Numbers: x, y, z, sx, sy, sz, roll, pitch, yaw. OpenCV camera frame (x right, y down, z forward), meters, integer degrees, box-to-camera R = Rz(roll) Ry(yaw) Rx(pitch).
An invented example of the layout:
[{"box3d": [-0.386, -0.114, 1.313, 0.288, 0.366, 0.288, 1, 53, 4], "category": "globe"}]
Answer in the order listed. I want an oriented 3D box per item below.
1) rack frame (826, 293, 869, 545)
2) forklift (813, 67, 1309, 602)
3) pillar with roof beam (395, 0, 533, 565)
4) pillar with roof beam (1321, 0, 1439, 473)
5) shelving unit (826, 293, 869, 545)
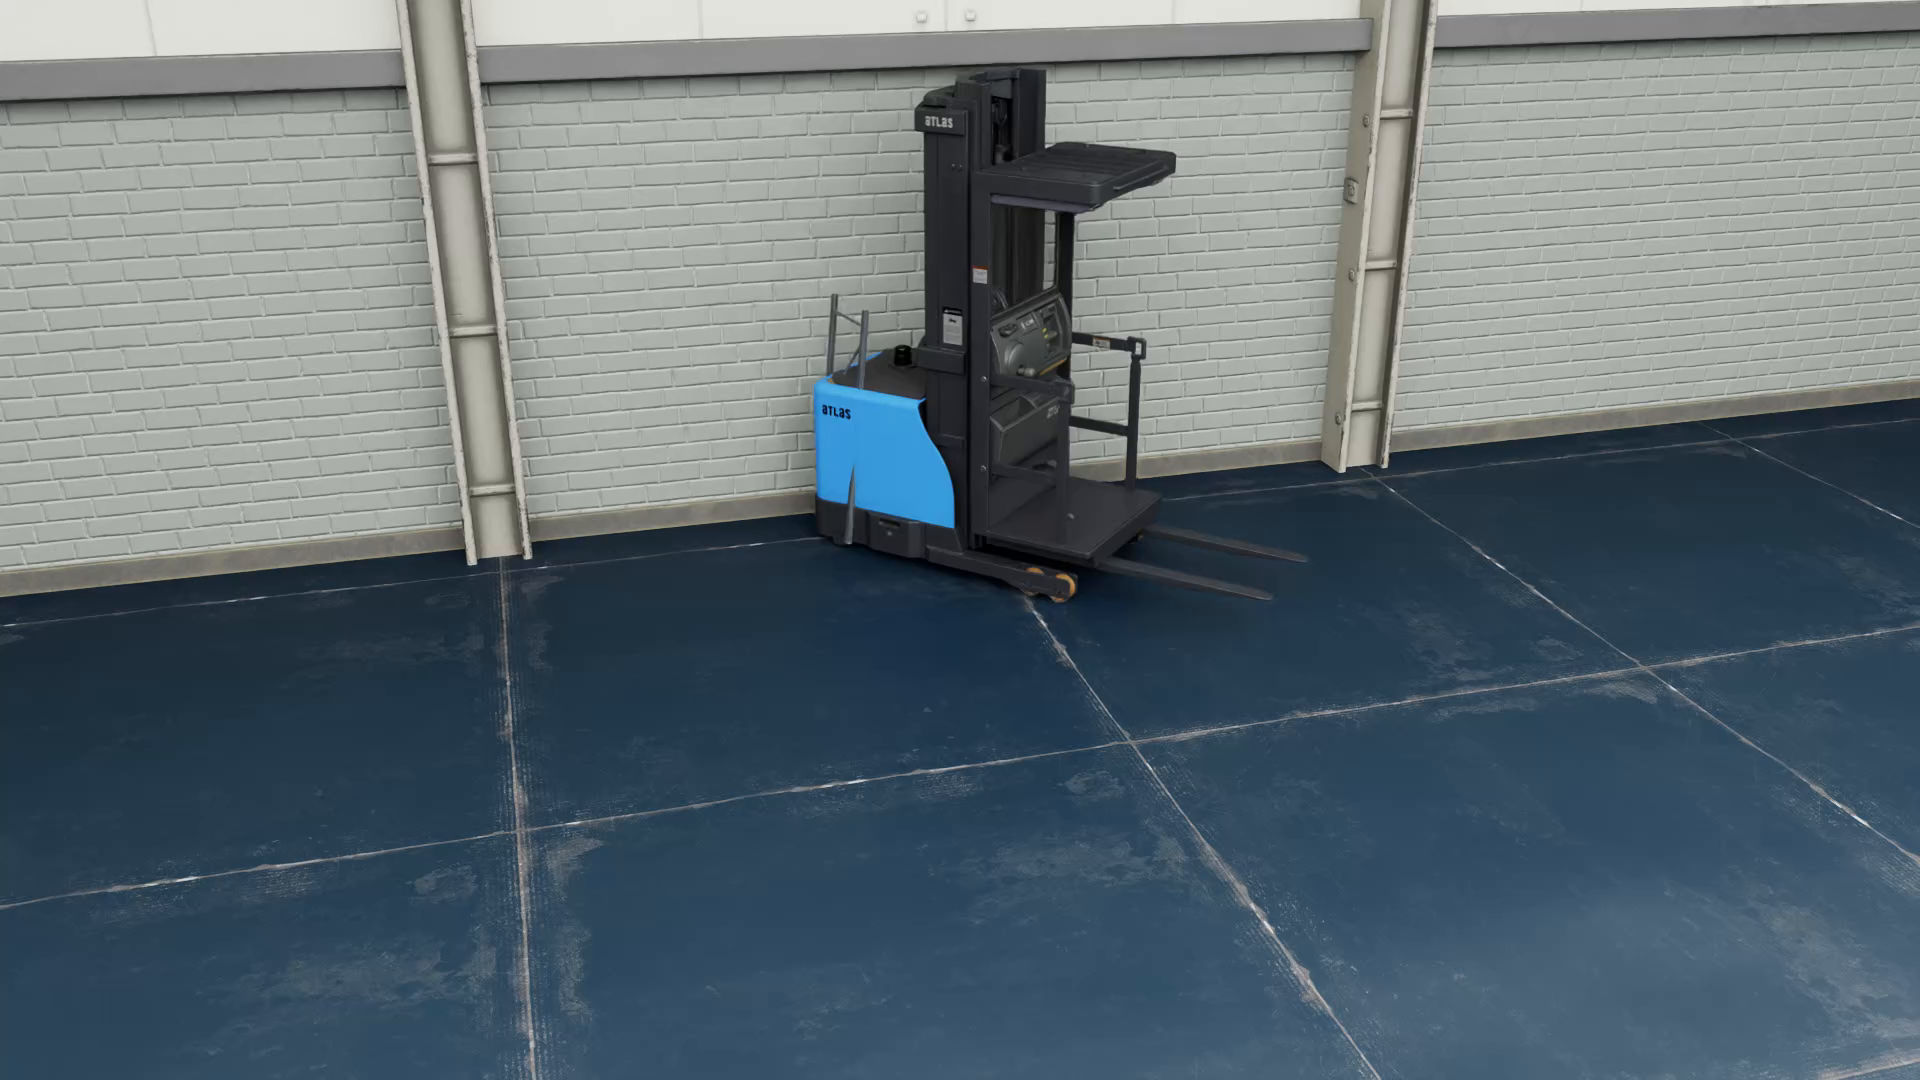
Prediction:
[{"box3d": [-0.746, -0.759, 10.475, 0.032, 1.500, 0.500, -5, 22, -28], "category": "rack frame"}, {"box3d": [0.606, -1.216, 9.866, 3.031, 2.935, 1.130, 13, 26, 27], "category": "forklift"}, {"box3d": [-1.762, -2.422, 4.983, 0.400, 9.000, 9.100, -6, 24, -14], "category": "pillar with roof beam"}, {"box3d": [4.015, -3.061, 6.472, 0.400, 9.000, 9.100, -6, 24, -14], "category": "pillar with roof beam"}, {"box3d": [-0.299, -0.799, 10.715, 1.048, 1.500, 0.538, -5, 22, -28], "category": "shelving unit"}]
